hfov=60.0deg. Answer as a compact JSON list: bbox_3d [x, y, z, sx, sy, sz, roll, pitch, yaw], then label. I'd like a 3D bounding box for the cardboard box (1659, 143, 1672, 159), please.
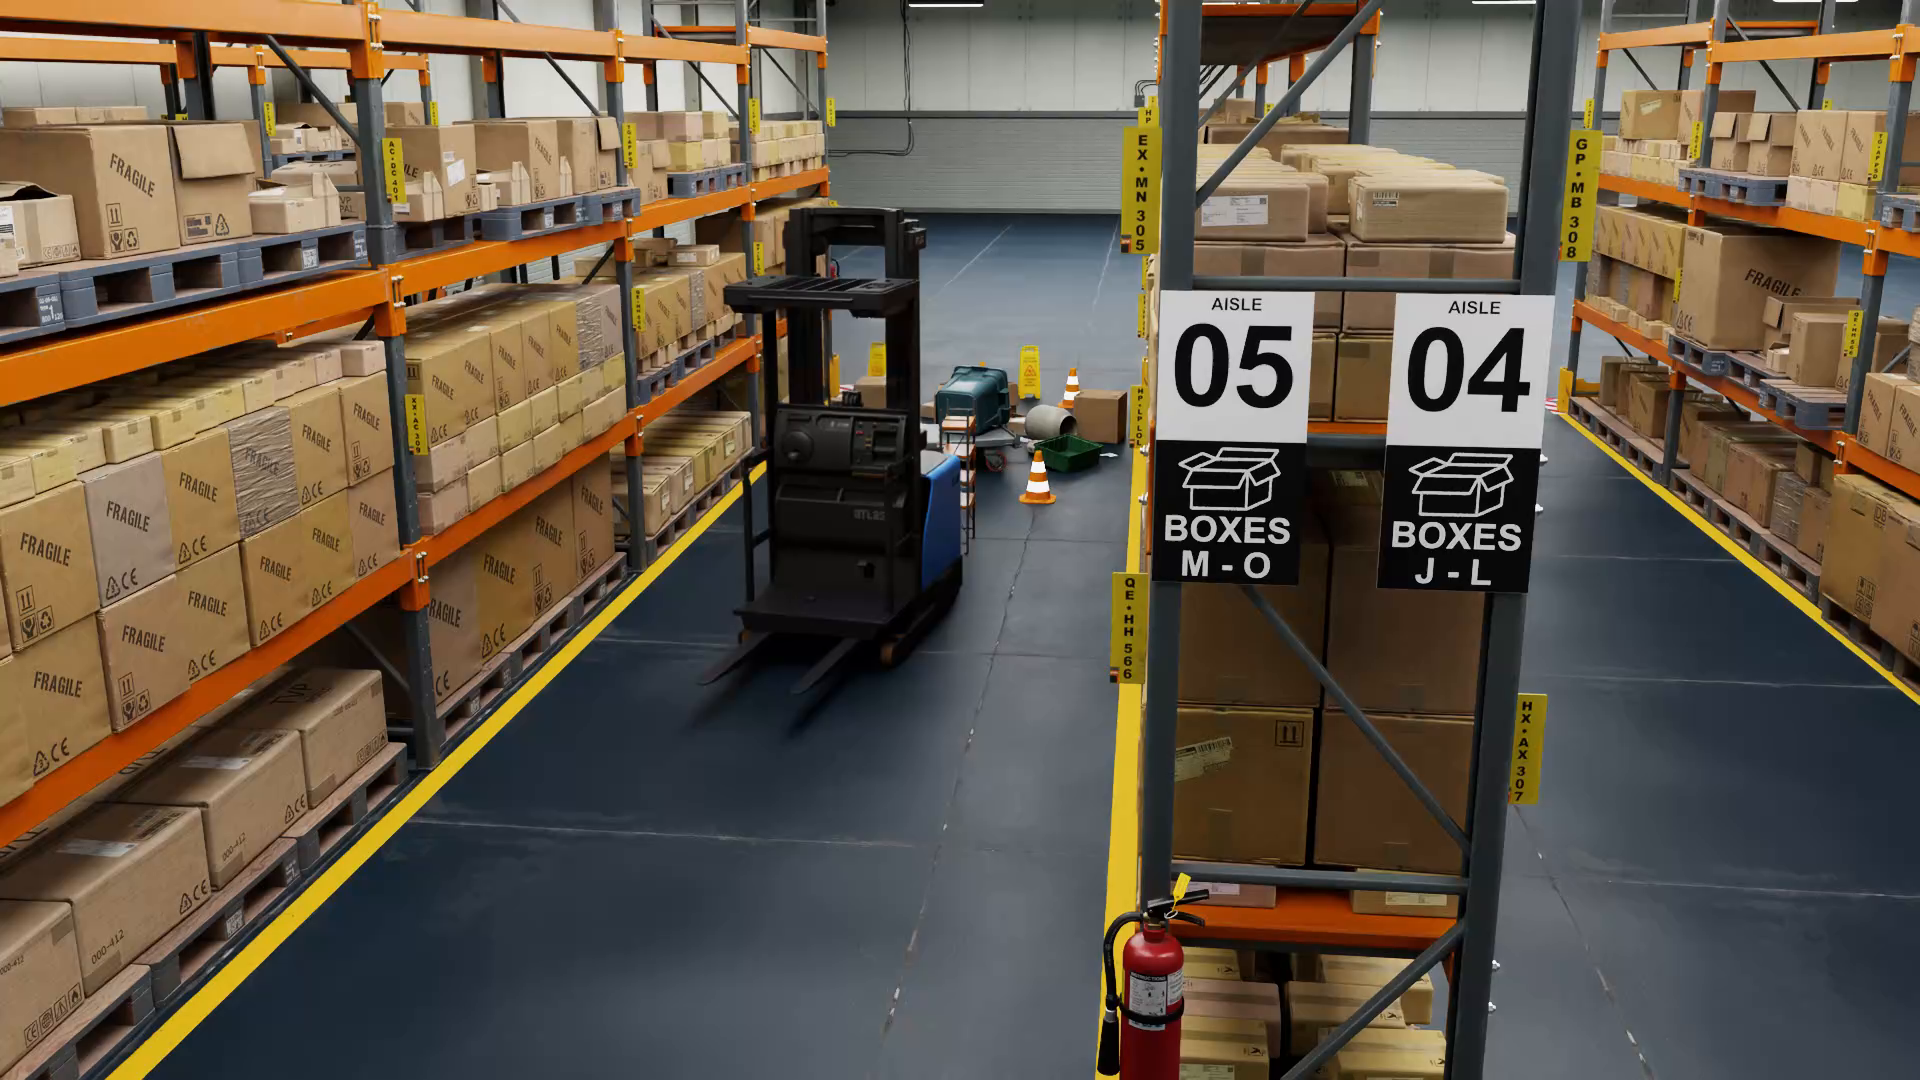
[{"bbox_3d":[7.113,-3.825,16.338,0.380,0.149,0.250,1,15,5],"label":"cardboard box"}]

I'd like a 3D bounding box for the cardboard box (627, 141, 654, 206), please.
[{"bbox_3d":[-2.887,-2.954,13.401,0.700,0.500,0.500,2,15,6],"label":"cardboard box"}]

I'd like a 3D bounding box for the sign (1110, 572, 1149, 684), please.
[{"bbox_3d":[0.475,0.250,4.669,0.100,0.325,0.005,2,15,6],"label":"sign"}]

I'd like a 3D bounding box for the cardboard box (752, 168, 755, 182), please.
[{"bbox_3d":[-2.270,-3.650,16.651,0.380,0.149,0.250,1,15,5],"label":"cardboard box"}]

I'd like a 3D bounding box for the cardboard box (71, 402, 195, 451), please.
[{"bbox_3d":[-3.374,-0.466,6.789,0.380,0.149,0.250,1,15,5],"label":"cardboard box"}]

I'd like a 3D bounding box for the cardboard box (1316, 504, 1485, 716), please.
[{"bbox_3d":[1.338,0.199,5.001,0.500,0.500,0.500,2,15,6],"label":"cardboard box"}]

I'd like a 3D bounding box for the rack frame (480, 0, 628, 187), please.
[{"bbox_3d":[-3.003,-4.108,12.114,1.000,3.000,0.127,2,15,6],"label":"rack frame"}]

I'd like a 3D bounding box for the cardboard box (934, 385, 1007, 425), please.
[{"bbox_3d":[0.119,-1.374,18.021,0.797,0.637,0.503,2,15,6],"label":"cardboard box"}]

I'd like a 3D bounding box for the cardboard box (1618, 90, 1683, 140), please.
[{"bbox_3d":[7.310,-4.499,17.588,0.500,0.500,0.500,2,15,6],"label":"cardboard box"}]

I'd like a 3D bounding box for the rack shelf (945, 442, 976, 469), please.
[{"bbox_3d":[-0.019,-0.687,13.806,0.258,0.148,0.480,2,15,6],"label":"rack shelf"}]

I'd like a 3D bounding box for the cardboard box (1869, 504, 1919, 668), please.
[{"bbox_3d":[6.637,0.312,10.527,1.225,0.875,0.875,2,15,6],"label":"cardboard box"}]

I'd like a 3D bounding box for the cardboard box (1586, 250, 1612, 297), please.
[{"bbox_3d":[7.657,-3.045,18.915,0.875,0.500,0.500,2,15,6],"label":"cardboard box"}]

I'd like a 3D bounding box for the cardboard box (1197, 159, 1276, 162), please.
[{"bbox_3d":[0.965,-1.320,6.117,0.380,0.149,0.250,1,15,5],"label":"cardboard box"}]

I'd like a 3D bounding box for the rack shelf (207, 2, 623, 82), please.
[{"bbox_3d":[-3.229,-3.049,10.342,1.077,0.370,4.000,2,15,6],"label":"rack shelf"}]

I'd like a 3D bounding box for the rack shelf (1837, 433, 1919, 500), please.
[{"bbox_3d":[6.618,-0.054,9.994,1.077,0.370,4.000,2,15,6],"label":"rack shelf"}]

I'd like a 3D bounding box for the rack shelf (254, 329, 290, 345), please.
[{"bbox_3d":[-7.710,-1.529,15.447,1.077,0.370,4.000,2,15,6],"label":"rack shelf"}]

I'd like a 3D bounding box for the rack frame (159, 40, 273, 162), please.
[{"bbox_3d":[-7.484,-5.291,16.488,1.000,3.000,0.127,2,15,6],"label":"rack frame"}]

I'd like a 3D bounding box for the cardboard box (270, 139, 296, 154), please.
[{"bbox_3d":[-7.132,-4.080,17.242,0.380,0.149,0.250,2,15,7],"label":"cardboard box"}]

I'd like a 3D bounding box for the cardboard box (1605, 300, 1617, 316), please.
[{"bbox_3d":[7.344,-2.548,18.320,0.380,0.149,0.250,2,15,6],"label":"cardboard box"}]

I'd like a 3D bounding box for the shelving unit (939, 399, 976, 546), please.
[{"bbox_3d":[-0.019,-0.536,13.847,0.258,1.200,0.503,2,15,6],"label":"shelving unit"}]

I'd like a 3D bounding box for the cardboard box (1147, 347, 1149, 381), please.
[{"bbox_3d":[1.825,-1.524,13.861,0.500,0.500,0.500,1,15,5],"label":"cardboard box"}]

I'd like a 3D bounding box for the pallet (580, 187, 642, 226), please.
[{"bbox_3d":[-3.023,-2.400,11.907,1.213,0.211,1.003,2,15,9],"label":"pallet"}]

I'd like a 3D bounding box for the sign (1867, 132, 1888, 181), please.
[{"bbox_3d":[6.304,-2.634,11.420,0.100,0.325,0.005,2,15,6],"label":"sign"}]

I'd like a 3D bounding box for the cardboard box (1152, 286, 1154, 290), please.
[{"bbox_3d":[0.932,-0.780,5.839,0.500,0.250,0.500,2,15,9],"label":"cardboard box"}]

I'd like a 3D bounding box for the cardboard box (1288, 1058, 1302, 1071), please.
[{"bbox_3d":[1.349,1.959,5.827,0.380,0.149,0.250,2,15,6],"label":"cardboard box"}]

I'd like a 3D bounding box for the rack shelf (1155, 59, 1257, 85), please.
[{"bbox_3d":[2.603,-5.004,17.573,1.077,0.370,4.000,2,15,6],"label":"rack shelf"}]

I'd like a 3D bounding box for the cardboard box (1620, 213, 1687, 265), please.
[{"bbox_3d":[7.244,-3.146,17.372,0.500,0.500,0.500,2,15,6],"label":"cardboard box"}]

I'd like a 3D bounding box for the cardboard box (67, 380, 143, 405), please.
[{"bbox_3d":[-3.843,-0.612,7.327,0.380,0.149,0.250,2,15,6],"label":"cardboard box"}]

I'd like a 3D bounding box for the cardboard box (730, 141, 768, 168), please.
[{"bbox_3d":[-2.230,-3.875,16.716,0.500,0.250,0.500,1,15,5],"label":"cardboard box"}]

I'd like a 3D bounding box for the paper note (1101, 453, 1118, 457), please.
[{"bbox_3d":[1.554,-0.898,17.423,0.147,0.020,0.142,-10,18,-32],"label":"paper note"}]

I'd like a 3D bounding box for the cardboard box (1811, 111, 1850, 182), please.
[{"bbox_3d":[6.696,-2.922,12.326,0.500,0.500,0.500,2,15,6],"label":"cardboard box"}]

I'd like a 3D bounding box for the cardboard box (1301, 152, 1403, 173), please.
[{"bbox_3d":[1.602,-1.504,6.799,0.380,0.149,0.250,1,15,4],"label":"cardboard box"}]

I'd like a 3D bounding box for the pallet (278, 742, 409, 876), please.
[{"bbox_3d":[-3.618,1.367,8.704,1.003,0.211,1.213,2,15,6],"label":"pallet"}]

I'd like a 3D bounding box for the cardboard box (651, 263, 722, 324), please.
[{"bbox_3d":[-2.495,-2.255,15.189,0.500,0.500,0.500,2,15,8],"label":"cardboard box"}]

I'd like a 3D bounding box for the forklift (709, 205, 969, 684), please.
[{"bbox_3d":[-0.819,-0.735,11.265,1.130,2.935,3.031,4,16,15],"label":"forklift"}]

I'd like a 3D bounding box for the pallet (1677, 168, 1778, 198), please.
[{"bbox_3d":[7.119,-3.158,14.707,1.213,0.211,1.003,2,15,6],"label":"pallet"}]

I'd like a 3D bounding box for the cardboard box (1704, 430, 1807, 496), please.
[{"bbox_3d":[7.131,-0.681,14.881,0.700,0.500,0.500,2,15,6],"label":"cardboard box"}]

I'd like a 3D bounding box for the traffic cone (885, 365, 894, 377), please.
[{"bbox_3d":[-0.867,-1.913,20.349,0.336,0.463,0.334,2,15,6],"label":"traffic cone"}]

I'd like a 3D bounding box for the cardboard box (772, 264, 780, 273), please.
[{"bbox_3d":[-2.192,-2.678,17.558,0.500,0.500,0.500,2,15,6],"label":"cardboard box"}]

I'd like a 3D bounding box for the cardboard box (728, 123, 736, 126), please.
[{"bbox_3d":[-2.653,-4.455,18.097,0.380,0.149,0.250,2,15,7],"label":"cardboard box"}]

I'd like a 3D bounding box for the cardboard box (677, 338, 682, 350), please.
[{"bbox_3d":[-2.646,-1.724,14.468,0.380,0.149,0.250,2,15,8],"label":"cardboard box"}]

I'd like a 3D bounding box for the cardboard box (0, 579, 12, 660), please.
[{"bbox_3d":[-3.569,0.216,5.510,0.500,0.500,0.500,1,15,5],"label":"cardboard box"}]

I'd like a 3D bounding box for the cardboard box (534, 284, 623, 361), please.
[{"bbox_3d":[-2.802,-1.601,12.229,0.500,0.500,0.500,1,15,5],"label":"cardboard box"}]

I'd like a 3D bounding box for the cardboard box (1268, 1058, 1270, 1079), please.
[{"bbox_3d":[0.883,1.801,5.843,0.380,0.149,0.250,1,15,5],"label":"cardboard box"}]

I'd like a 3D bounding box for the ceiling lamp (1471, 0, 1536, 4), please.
[{"bbox_3d":[14.019,-15.205,41.971,2.000,3.185,0.800,2,15,6],"label":"ceiling lamp"}]

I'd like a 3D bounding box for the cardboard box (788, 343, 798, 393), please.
[{"bbox_3d":[-2.108,-1.905,18.489,0.500,0.500,0.500,3,15,9],"label":"cardboard box"}]

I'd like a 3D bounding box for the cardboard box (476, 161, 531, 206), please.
[{"bbox_3d":[-2.901,-2.224,10.346,0.396,0.266,0.258,3,15,11],"label":"cardboard box"}]

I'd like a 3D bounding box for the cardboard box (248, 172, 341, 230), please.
[{"bbox_3d":[-3.209,-1.634,7.971,0.396,0.266,0.258,2,15,8],"label":"cardboard box"}]

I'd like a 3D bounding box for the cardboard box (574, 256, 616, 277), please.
[{"bbox_3d":[-3.099,-2.352,14.306,0.380,0.149,0.250,1,15,4],"label":"cardboard box"}]

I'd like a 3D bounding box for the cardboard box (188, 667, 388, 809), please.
[{"bbox_3d":[-3.632,1.019,8.750,0.875,0.438,0.875,1,15,5],"label":"cardboard box"}]

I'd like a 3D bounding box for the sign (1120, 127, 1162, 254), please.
[{"bbox_3d":[0.475,-0.914,4.354,0.100,0.325,0.005,2,15,6],"label":"sign"}]

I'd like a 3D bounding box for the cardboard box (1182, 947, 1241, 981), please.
[{"bbox_3d":[0.820,1.590,6.054,0.380,0.149,0.250,1,15,5],"label":"cardboard box"}]

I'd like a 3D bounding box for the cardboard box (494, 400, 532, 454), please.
[{"bbox_3d":[-3.011,-0.715,10.391,0.500,0.250,0.500,2,15,7],"label":"cardboard box"}]

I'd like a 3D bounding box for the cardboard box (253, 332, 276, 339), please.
[{"bbox_3d":[-7.281,-2.184,16.779,0.500,0.250,0.500,2,15,8],"label":"cardboard box"}]
